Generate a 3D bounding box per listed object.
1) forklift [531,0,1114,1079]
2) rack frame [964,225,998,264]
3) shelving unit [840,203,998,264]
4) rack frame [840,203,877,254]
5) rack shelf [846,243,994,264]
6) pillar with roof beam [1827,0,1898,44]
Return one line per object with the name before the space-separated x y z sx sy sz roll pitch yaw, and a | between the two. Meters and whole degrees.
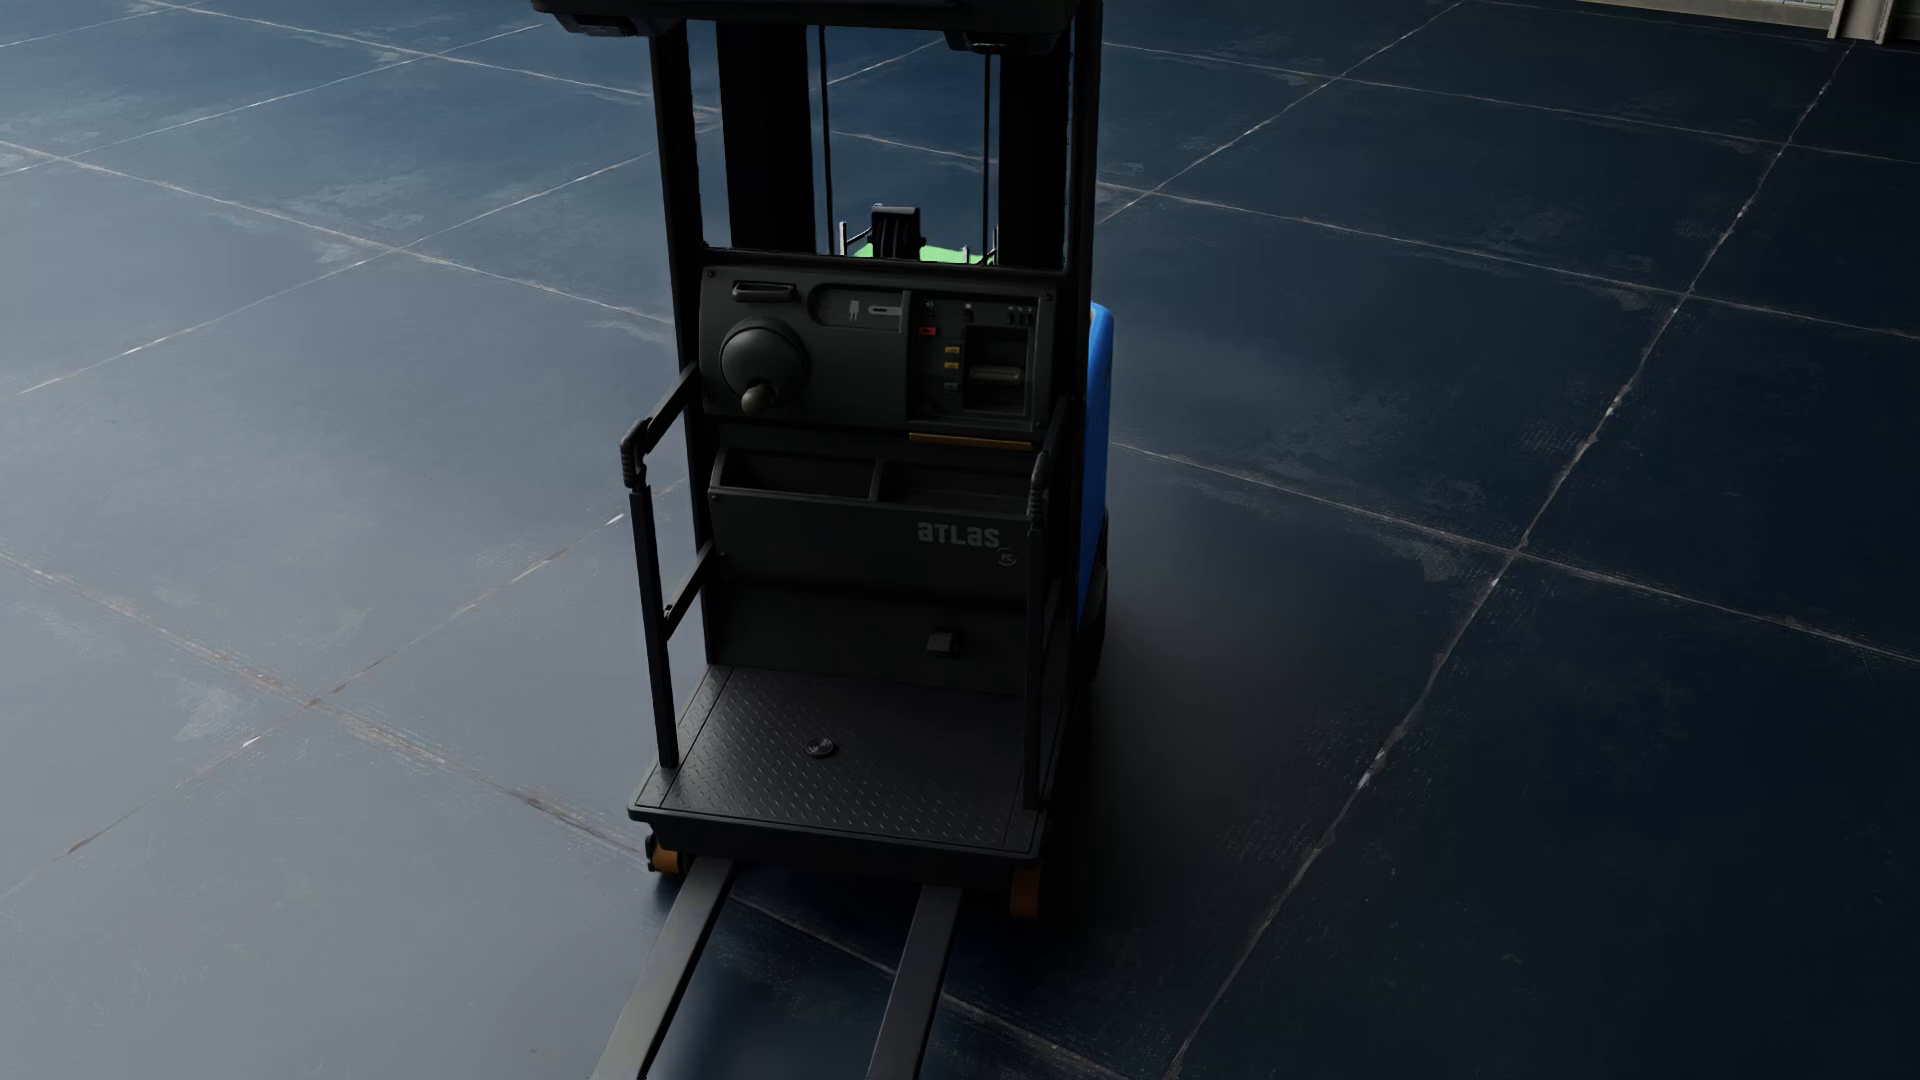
forklift | -0.254 -0.442 4.098 1.130 2.935 3.031 5 31 9
rack frame | 0.076 -0.511 5.936 0.015 1.200 0.240 16 34 25
shelving unit | -0.138 -0.571 6.038 0.503 1.200 0.258 16 34 25
rack frame | -0.351 -0.630 6.140 0.015 1.200 0.240 16 34 25
rack shelf | -0.138 -0.930 5.828 0.480 0.148 0.258 16 34 25
pillar with roof beam | 4.723 -5.981 7.572 0.400 9.000 9.100 18 35 27
